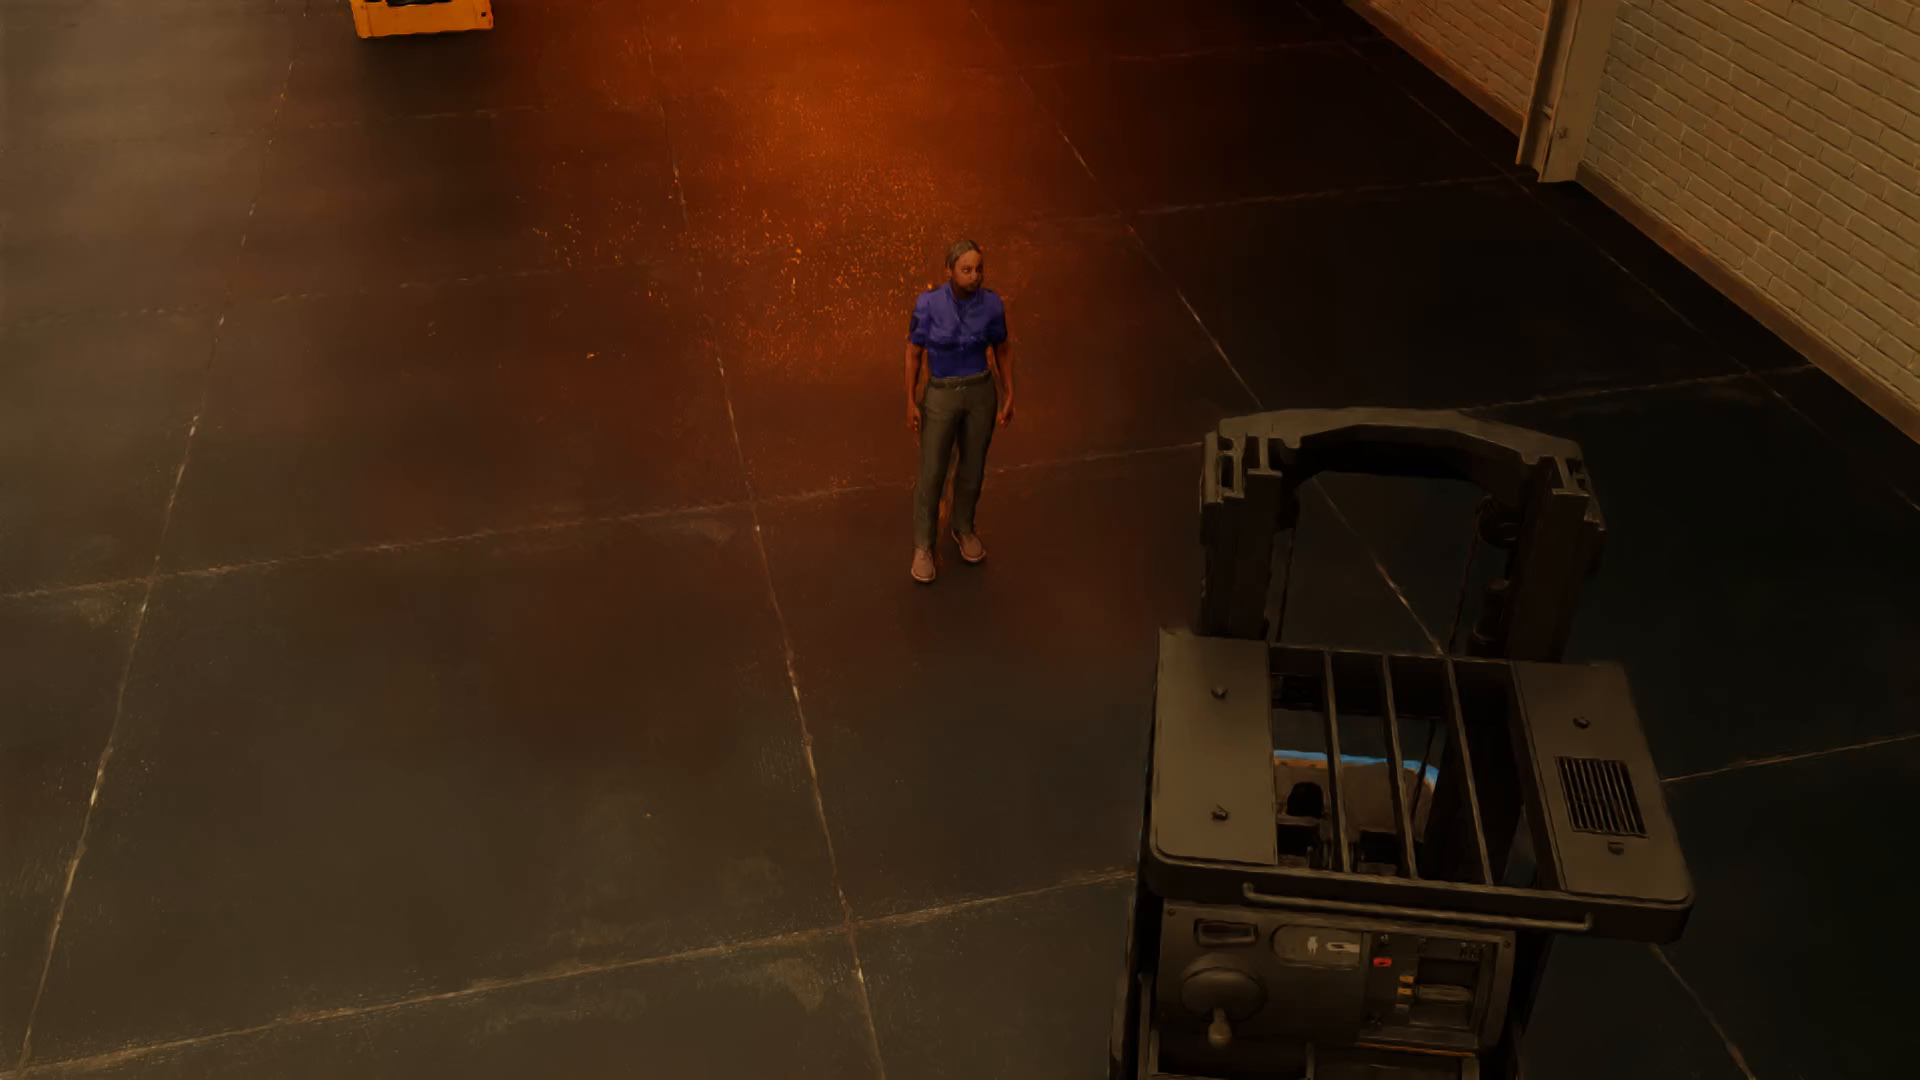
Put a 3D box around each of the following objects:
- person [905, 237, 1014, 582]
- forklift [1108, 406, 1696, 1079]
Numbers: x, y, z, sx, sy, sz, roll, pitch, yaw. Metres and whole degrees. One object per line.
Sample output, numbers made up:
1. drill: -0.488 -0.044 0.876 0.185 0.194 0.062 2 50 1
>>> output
1. person: 0.001 -0.614 8.006 0.570 1.629 0.501 -8 36 -11
2. forklift: 0.980 1.257 4.303 1.130 2.935 3.031 4 36 6
